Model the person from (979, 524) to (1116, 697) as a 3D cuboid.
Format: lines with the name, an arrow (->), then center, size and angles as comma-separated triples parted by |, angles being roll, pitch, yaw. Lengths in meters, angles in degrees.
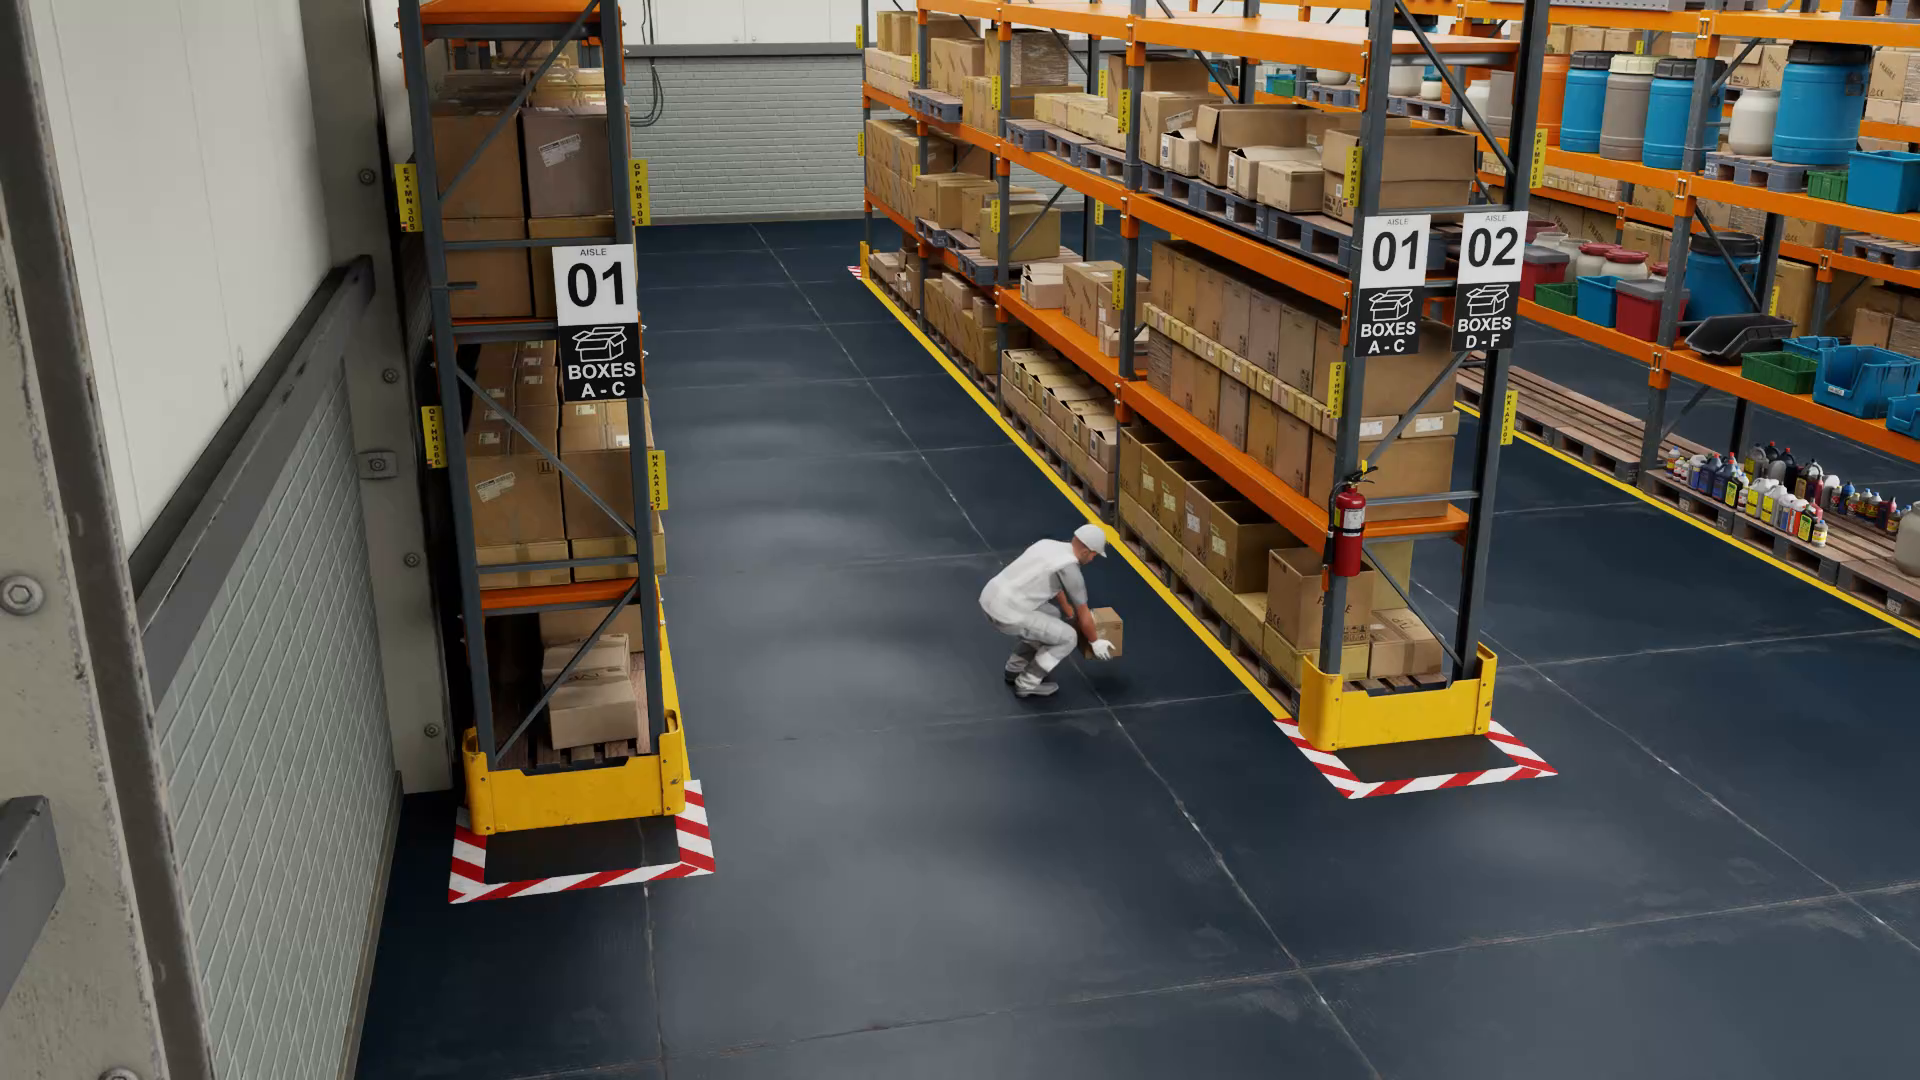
person -> 0.549, 0.439, 10.870 | 0.860, 1.074, 0.578 | -5, 20, -13
